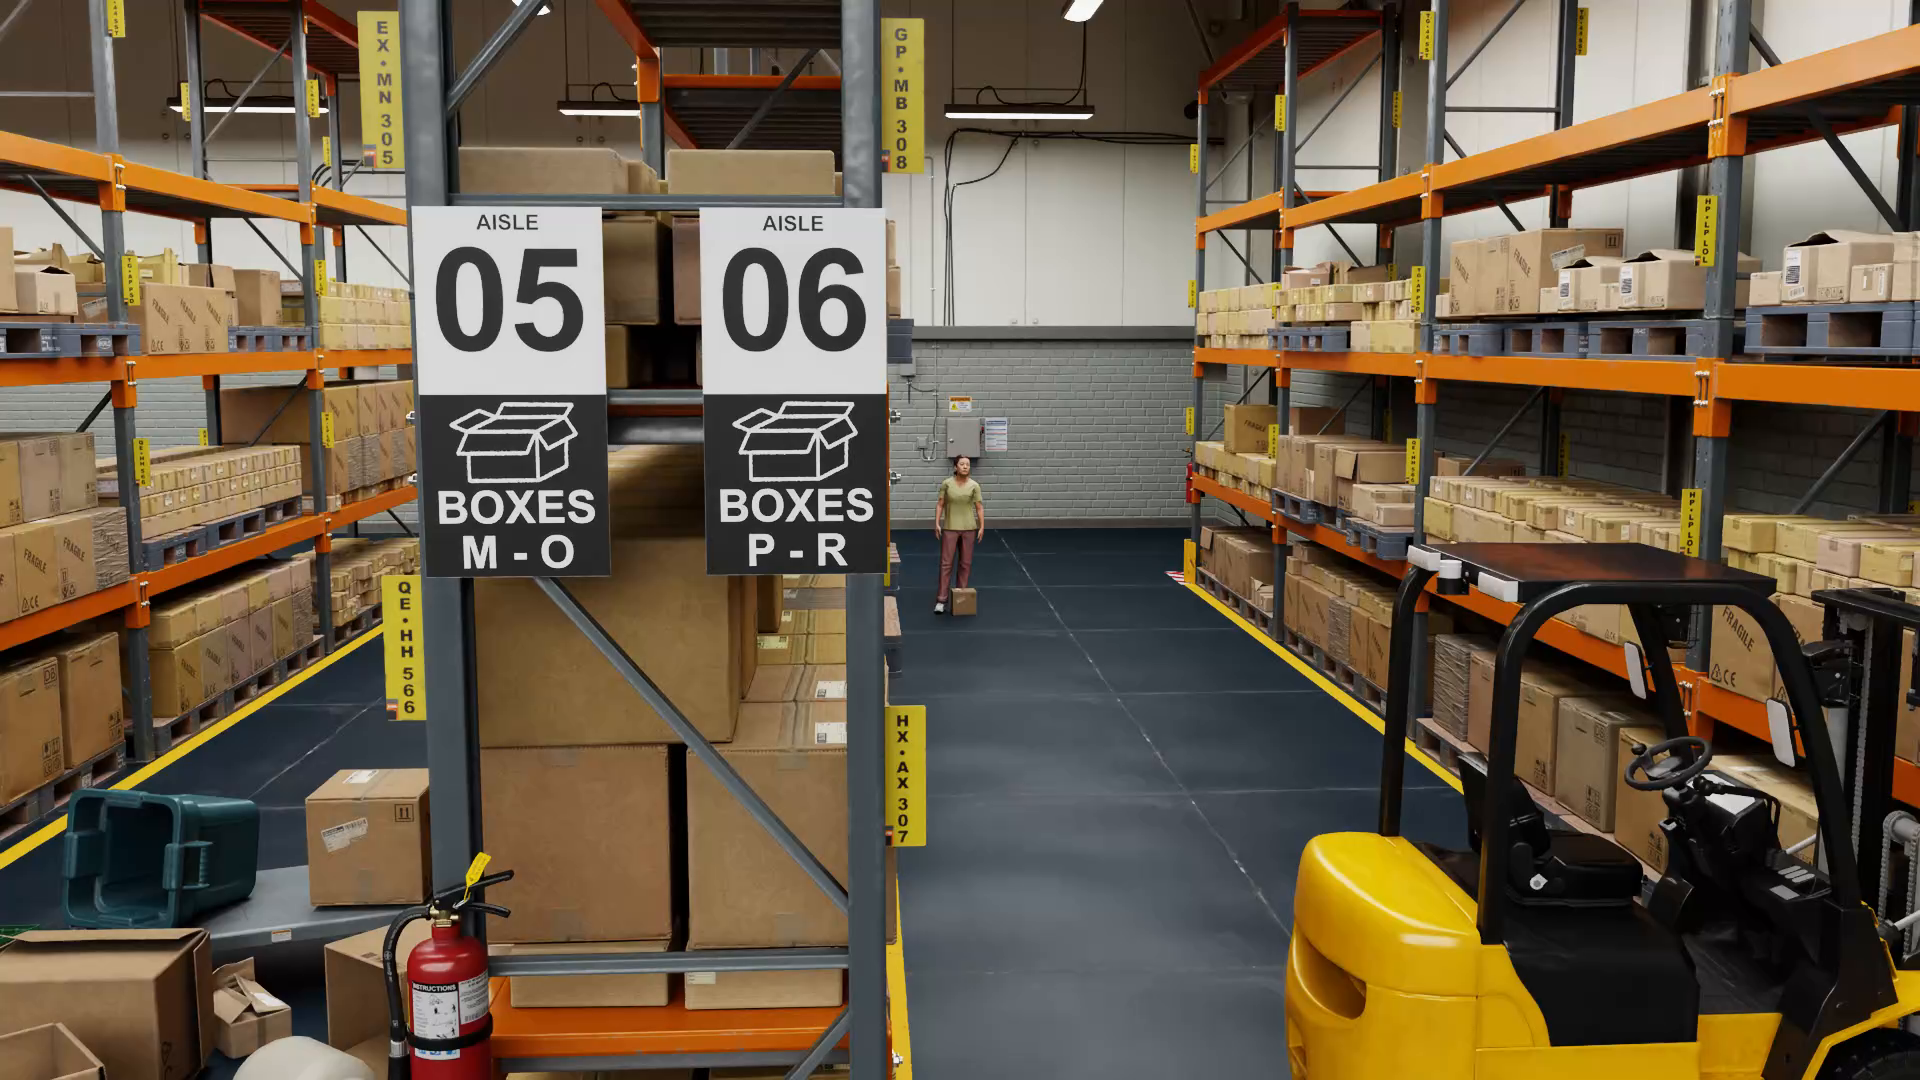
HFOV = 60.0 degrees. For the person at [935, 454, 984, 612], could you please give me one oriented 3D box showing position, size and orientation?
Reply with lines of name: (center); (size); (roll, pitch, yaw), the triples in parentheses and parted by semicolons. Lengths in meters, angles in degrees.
person: (-0.009, -0.084, 17.868); (0.552, 1.674, 0.548); (0, 7, -4)
